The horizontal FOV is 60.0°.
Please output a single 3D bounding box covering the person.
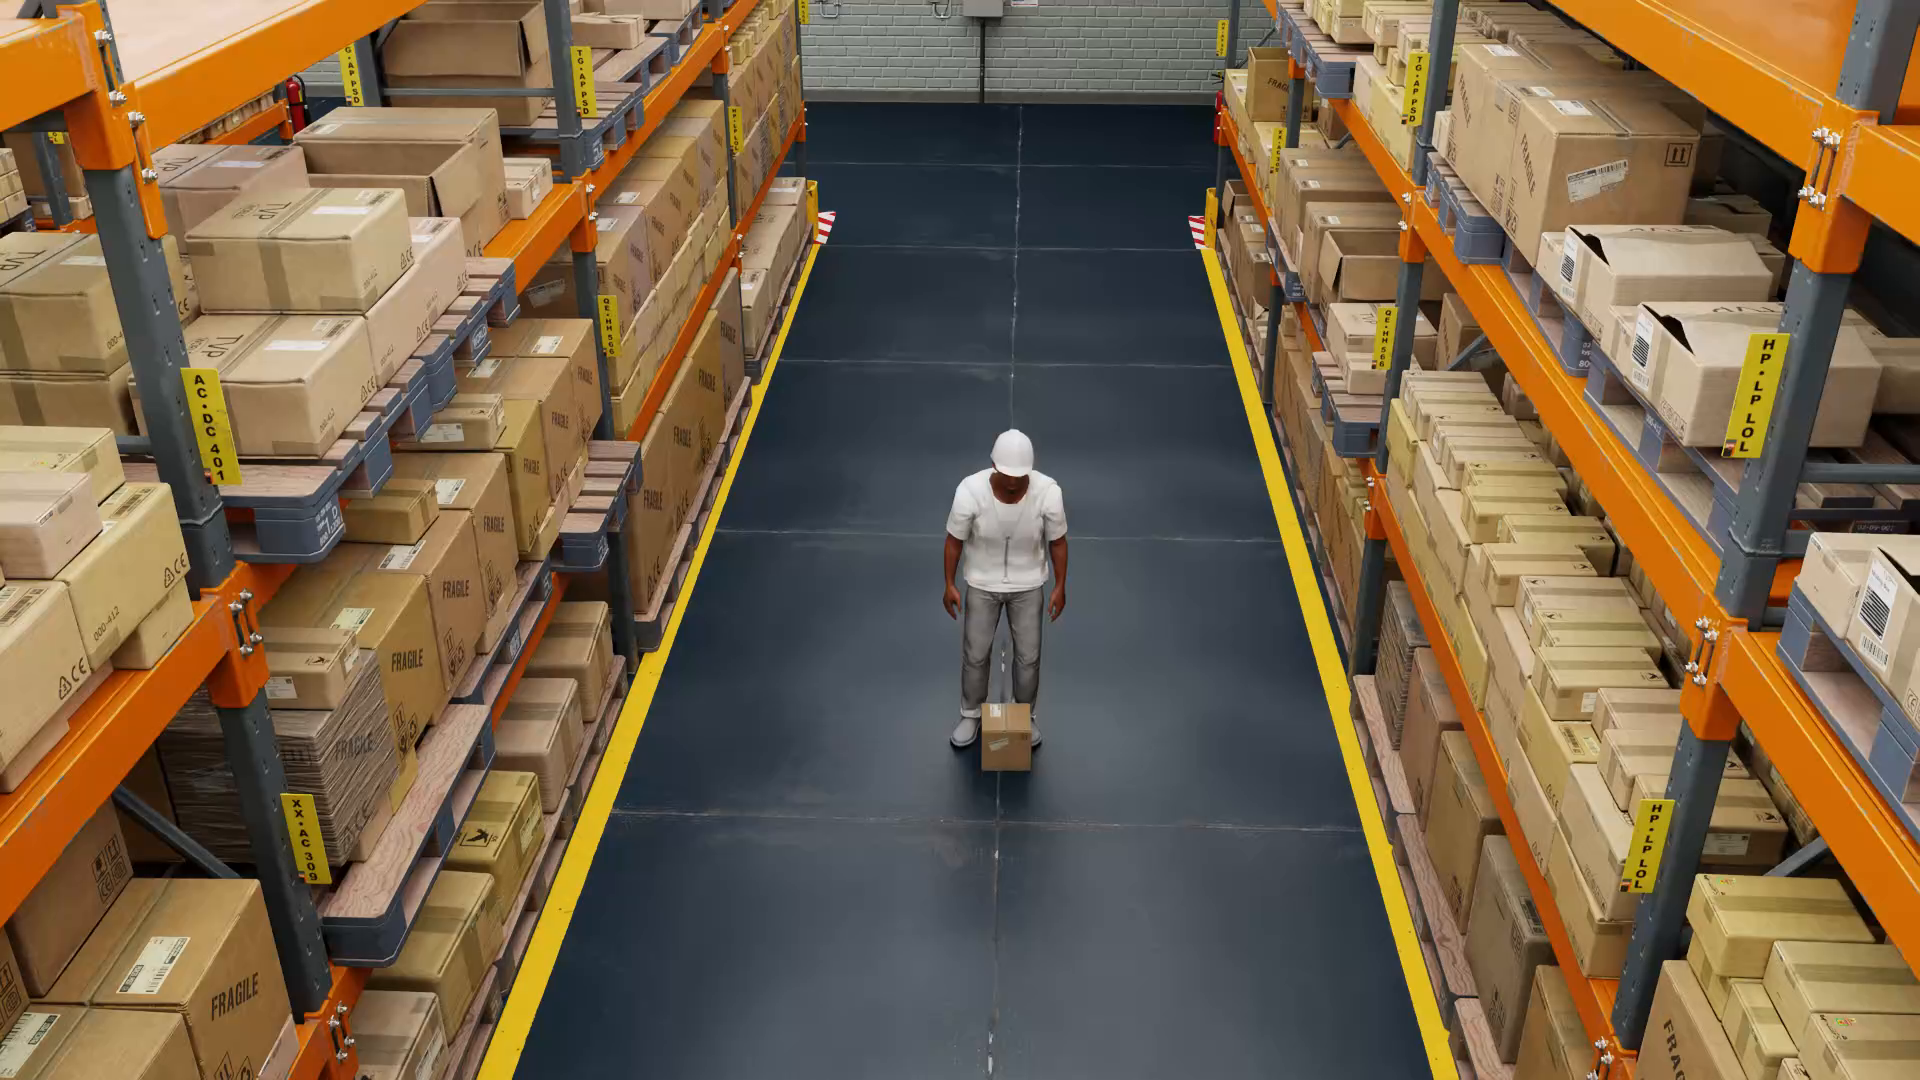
[{"bbox_3d":[0.227,0.236,8.388,0.628,1.761,0.457,0,28,0],"label":"person"}]
